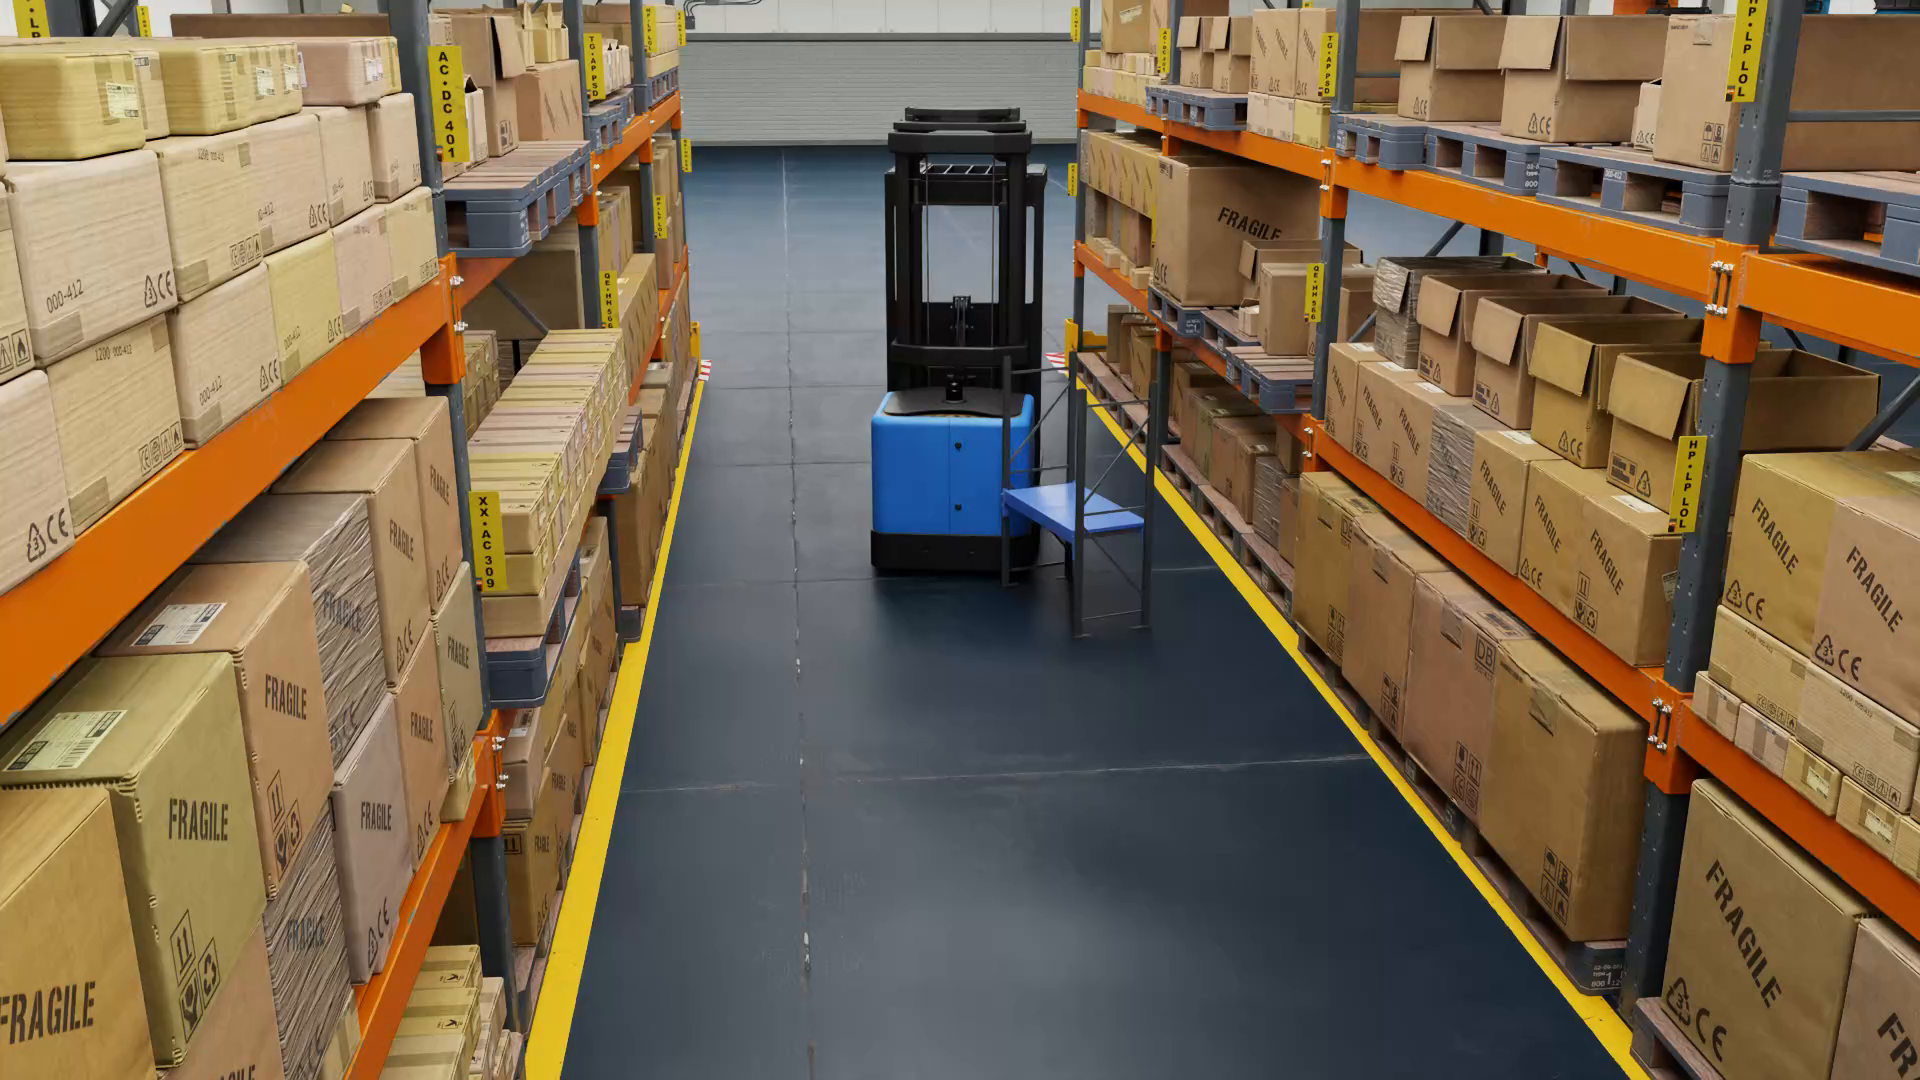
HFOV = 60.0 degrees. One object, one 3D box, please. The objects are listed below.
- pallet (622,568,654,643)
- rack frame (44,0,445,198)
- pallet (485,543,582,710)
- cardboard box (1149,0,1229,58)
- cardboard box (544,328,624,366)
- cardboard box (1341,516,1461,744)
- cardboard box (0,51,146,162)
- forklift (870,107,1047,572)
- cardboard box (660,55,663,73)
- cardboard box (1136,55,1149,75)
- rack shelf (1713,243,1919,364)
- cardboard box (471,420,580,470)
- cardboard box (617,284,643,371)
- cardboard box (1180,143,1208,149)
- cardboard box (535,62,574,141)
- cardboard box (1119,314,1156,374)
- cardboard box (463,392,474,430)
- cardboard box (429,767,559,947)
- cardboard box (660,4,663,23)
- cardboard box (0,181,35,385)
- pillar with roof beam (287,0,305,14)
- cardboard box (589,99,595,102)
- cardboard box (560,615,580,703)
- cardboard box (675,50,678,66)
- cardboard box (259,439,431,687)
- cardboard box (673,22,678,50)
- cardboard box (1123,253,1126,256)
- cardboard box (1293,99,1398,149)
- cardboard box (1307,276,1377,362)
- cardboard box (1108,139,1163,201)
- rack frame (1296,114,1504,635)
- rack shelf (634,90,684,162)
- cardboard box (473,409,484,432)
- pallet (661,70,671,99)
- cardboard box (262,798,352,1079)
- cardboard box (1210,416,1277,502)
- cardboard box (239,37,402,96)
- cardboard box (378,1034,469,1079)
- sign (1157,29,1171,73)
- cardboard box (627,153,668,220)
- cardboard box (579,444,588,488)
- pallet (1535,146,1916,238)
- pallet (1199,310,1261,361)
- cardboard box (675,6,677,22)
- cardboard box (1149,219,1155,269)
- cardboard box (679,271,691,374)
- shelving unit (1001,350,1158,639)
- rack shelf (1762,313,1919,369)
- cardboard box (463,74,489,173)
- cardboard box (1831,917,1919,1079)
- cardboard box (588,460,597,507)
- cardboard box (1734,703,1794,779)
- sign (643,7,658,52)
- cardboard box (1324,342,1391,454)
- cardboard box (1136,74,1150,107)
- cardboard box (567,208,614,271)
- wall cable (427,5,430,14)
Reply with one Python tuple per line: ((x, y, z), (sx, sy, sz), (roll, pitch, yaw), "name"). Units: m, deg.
((-2.440, 0.338, 10.247), (1.003, 0.211, 1.213), (-2, 18, -6), "pallet")
((-2.021, -2.425, 4.379), (1.000, 3.000, 0.127), (-2, 18, -6), "rack frame")
((-1.955, 0.296, 6.046), (1.003, 0.211, 1.213), (-2, 18, -6), "pallet")
((1.798, -4.055, 13.080), (0.500, 0.500, 0.500), (-2, 18, -7), "cardboard box")
((-1.927, -0.987, 8.539), (0.380, 0.149, 0.250), (-2, 18, -8), "cardboard box")
((2.645, 0.407, 8.217), (1.225, 0.875, 0.875), (-2, 18, -5), "cardboard box")
((-1.468, -0.650, 2.483), (0.380, 0.149, 0.250), (-1, 17, -4), "cardboard box")
((0.050, -1.586, 11.836), (1.130, 2.935, 3.031), (1, 17, 4), "forklift")
((-2.652, -3.928, 13.724), (0.380, 0.149, 0.250), (-2, 18, -7), "cardboard box")
((1.674, -3.943, 13.807), (0.380, 0.149, 0.250), (-2, 18, -7), "cardboard box")
((3.129, -0.178, 3.430), (1.077, 0.370, 4.000), (-2, 18, -6), "rack shelf")
((-1.713, -0.369, 6.570), (0.380, 0.149, 0.250), (-2, 18, -6), "cardboard box")
((-2.367, -1.395, 10.945), (0.500, 0.500, 0.500), (-2, 18, -6), "cardboard box")
((2.200, -3.176, 14.453), (0.500, 0.500, 0.500), (-2, 18, -6), "cardboard box")
((-2.057, -1.923, 7.619), (0.500, 0.500, 0.500), (-2, 18, -6), "cardboard box")
((1.829, -1.906, 16.211), (0.500, 0.500, 0.500), (3, 18, 9), "cardboard box")
((-2.496, -0.592, 7.776), (0.380, 0.149, 0.250), (-2, 18, -5), "cardboard box")
((-1.833, 1.201, 6.316), (0.500, 0.500, 0.500), (-1, 17, -3), "cardboard box")
((-2.678, -4.384, 13.847), (0.380, 0.149, 0.250), (-2, 18, -6), "cardboard box")
((-1.450, -0.264, 1.917), (0.500, 0.250, 0.500), (-2, 18, -6), "cardboard box")
((-12.746, -14.499, 42.836), (9.100, 9.000, 0.400), (-2, 18, -6), "pillar with roof beam")
((-2.289, -2.614, 9.268), (0.500, 0.311, 0.500), (-2, 18, -6), "cardboard box")
((-1.940, 0.532, 7.194), (0.500, 0.250, 0.500), (-1, 17, -4), "cardboard box")
((-2.862, -4.534, 15.655), (0.380, 0.149, 0.250), (-2, 18, -5), "cardboard box")
((-1.645, 0.056, 4.159), (0.500, 0.500, 0.500), (-2, 18, -7), "cardboard box")
((-2.930, -4.751, 15.679), (0.500, 0.250, 0.500), (-2, 17, -5), "cardboard box")
((1.694, -2.529, 15.144), (0.380, 0.149, 0.250), (-2, 18, -6), "cardboard box")
((2.217, -2.372, 9.466), (0.500, 0.250, 0.500), (-2, 18, -6), "cardboard box")
((2.415, -1.286, 9.896), (0.500, 0.500, 0.500), (-4, 18, -12), "cardboard box")
((1.626, -3.309, 14.876), (0.500, 0.500, 0.500), (-2, 18, -6), "cardboard box")
((2.510, -0.878, 9.466), (1.000, 3.000, 0.127), (-2, 18, -6), "rack frame")
((-3.052, -3.630, 14.426), (1.077, 0.370, 4.000), (-2, 18, -6), "rack shelf")
((-2.532, -0.535, 8.093), (0.380, 0.149, 0.250), (-1, 17, -3), "cardboard box")
((-3.043, -3.942, 14.366), (1.003, 0.211, 1.213), (-2, 18, -6), "pallet")
((-1.557, 0.840, 3.330), (0.500, 0.500, 0.500), (-2, 18, -7), "cardboard box")
((2.228, -0.594, 12.000), (0.700, 0.500, 0.500), (-3, 18, -10), "cardboard box")
((-1.716, -1.267, 4.446), (0.380, 0.149, 0.250), (-3, 18, -8), "cardboard box")
((-1.627, 1.560, 4.766), (0.380, 0.149, 0.250), (-2, 18, -6), "cardboard box")
((1.559, -3.728, 12.674), (0.100, 0.325, 0.005), (-2, 18, -6), "sign")
((-2.941, -2.970, 14.075), (0.875, 0.550, 0.550), (-2, 18, -6), "cardboard box")
((-1.744, -0.308, 6.872), (0.380, 0.149, 0.250), (-2, 18, -7), "cardboard box")
((2.779, -1.298, 6.114), (0.805, 0.209, 1.217), (-2, 18, -8), "pallet")
((2.266, -1.375, 11.369), (1.003, 0.211, 1.213), (-2, 18, -6), "pallet")
((-2.886, -4.988, 15.770), (0.380, 0.149, 0.250), (-2, 18, -5), "cardboard box")
((2.096, -2.545, 14.113), (0.875, 0.500, 0.500), (-2, 18, -6), "cardboard box")
((-3.123, -2.125, 16.284), (0.875, 0.875, 0.875), (-2, 18, -5), "cardboard box")
((0.701, -0.305, 10.144), (0.538, 1.500, 1.048), (-7, 19, -22), "shelving unit")
((7.231, -1.284, 11.959), (1.077, 0.370, 4.000), (-2, 18, -6), "rack shelf")
((-1.903, -1.421, 5.635), (0.500, 0.311, 0.500), (-2, 18, -6), "cardboard box")
((3.004, 1.594, 4.437), (0.875, 0.875, 0.875), (-2, 18, -6), "cardboard box")
((-1.767, -0.239, 7.149), (0.380, 0.149, 0.250), (-3, 18, -8), "cardboard box")
((2.650, 0.610, 5.145), (0.380, 0.149, 0.250), (-2, 18, -7), "cardboard box")
((-2.307, -3.794, 12.358), (0.100, 0.325, 0.005), (-2, 18, -6), "sign")
((2.290, -0.772, 8.963), (0.500, 0.500, 0.500), (-1, 17, -4), "cardboard box")
((1.748, -3.713, 13.739), (0.500, 0.250, 0.500), (-1, 17, -4), "cardboard box")
((-2.631, -1.869, 10.787), (0.700, 0.500, 0.500), (-2, 18, -6), "cardboard box")
((-16.016, -13.803, 45.803), (3.097, 2.526, 0.112), (-2, 18, -6), "wall cable")
